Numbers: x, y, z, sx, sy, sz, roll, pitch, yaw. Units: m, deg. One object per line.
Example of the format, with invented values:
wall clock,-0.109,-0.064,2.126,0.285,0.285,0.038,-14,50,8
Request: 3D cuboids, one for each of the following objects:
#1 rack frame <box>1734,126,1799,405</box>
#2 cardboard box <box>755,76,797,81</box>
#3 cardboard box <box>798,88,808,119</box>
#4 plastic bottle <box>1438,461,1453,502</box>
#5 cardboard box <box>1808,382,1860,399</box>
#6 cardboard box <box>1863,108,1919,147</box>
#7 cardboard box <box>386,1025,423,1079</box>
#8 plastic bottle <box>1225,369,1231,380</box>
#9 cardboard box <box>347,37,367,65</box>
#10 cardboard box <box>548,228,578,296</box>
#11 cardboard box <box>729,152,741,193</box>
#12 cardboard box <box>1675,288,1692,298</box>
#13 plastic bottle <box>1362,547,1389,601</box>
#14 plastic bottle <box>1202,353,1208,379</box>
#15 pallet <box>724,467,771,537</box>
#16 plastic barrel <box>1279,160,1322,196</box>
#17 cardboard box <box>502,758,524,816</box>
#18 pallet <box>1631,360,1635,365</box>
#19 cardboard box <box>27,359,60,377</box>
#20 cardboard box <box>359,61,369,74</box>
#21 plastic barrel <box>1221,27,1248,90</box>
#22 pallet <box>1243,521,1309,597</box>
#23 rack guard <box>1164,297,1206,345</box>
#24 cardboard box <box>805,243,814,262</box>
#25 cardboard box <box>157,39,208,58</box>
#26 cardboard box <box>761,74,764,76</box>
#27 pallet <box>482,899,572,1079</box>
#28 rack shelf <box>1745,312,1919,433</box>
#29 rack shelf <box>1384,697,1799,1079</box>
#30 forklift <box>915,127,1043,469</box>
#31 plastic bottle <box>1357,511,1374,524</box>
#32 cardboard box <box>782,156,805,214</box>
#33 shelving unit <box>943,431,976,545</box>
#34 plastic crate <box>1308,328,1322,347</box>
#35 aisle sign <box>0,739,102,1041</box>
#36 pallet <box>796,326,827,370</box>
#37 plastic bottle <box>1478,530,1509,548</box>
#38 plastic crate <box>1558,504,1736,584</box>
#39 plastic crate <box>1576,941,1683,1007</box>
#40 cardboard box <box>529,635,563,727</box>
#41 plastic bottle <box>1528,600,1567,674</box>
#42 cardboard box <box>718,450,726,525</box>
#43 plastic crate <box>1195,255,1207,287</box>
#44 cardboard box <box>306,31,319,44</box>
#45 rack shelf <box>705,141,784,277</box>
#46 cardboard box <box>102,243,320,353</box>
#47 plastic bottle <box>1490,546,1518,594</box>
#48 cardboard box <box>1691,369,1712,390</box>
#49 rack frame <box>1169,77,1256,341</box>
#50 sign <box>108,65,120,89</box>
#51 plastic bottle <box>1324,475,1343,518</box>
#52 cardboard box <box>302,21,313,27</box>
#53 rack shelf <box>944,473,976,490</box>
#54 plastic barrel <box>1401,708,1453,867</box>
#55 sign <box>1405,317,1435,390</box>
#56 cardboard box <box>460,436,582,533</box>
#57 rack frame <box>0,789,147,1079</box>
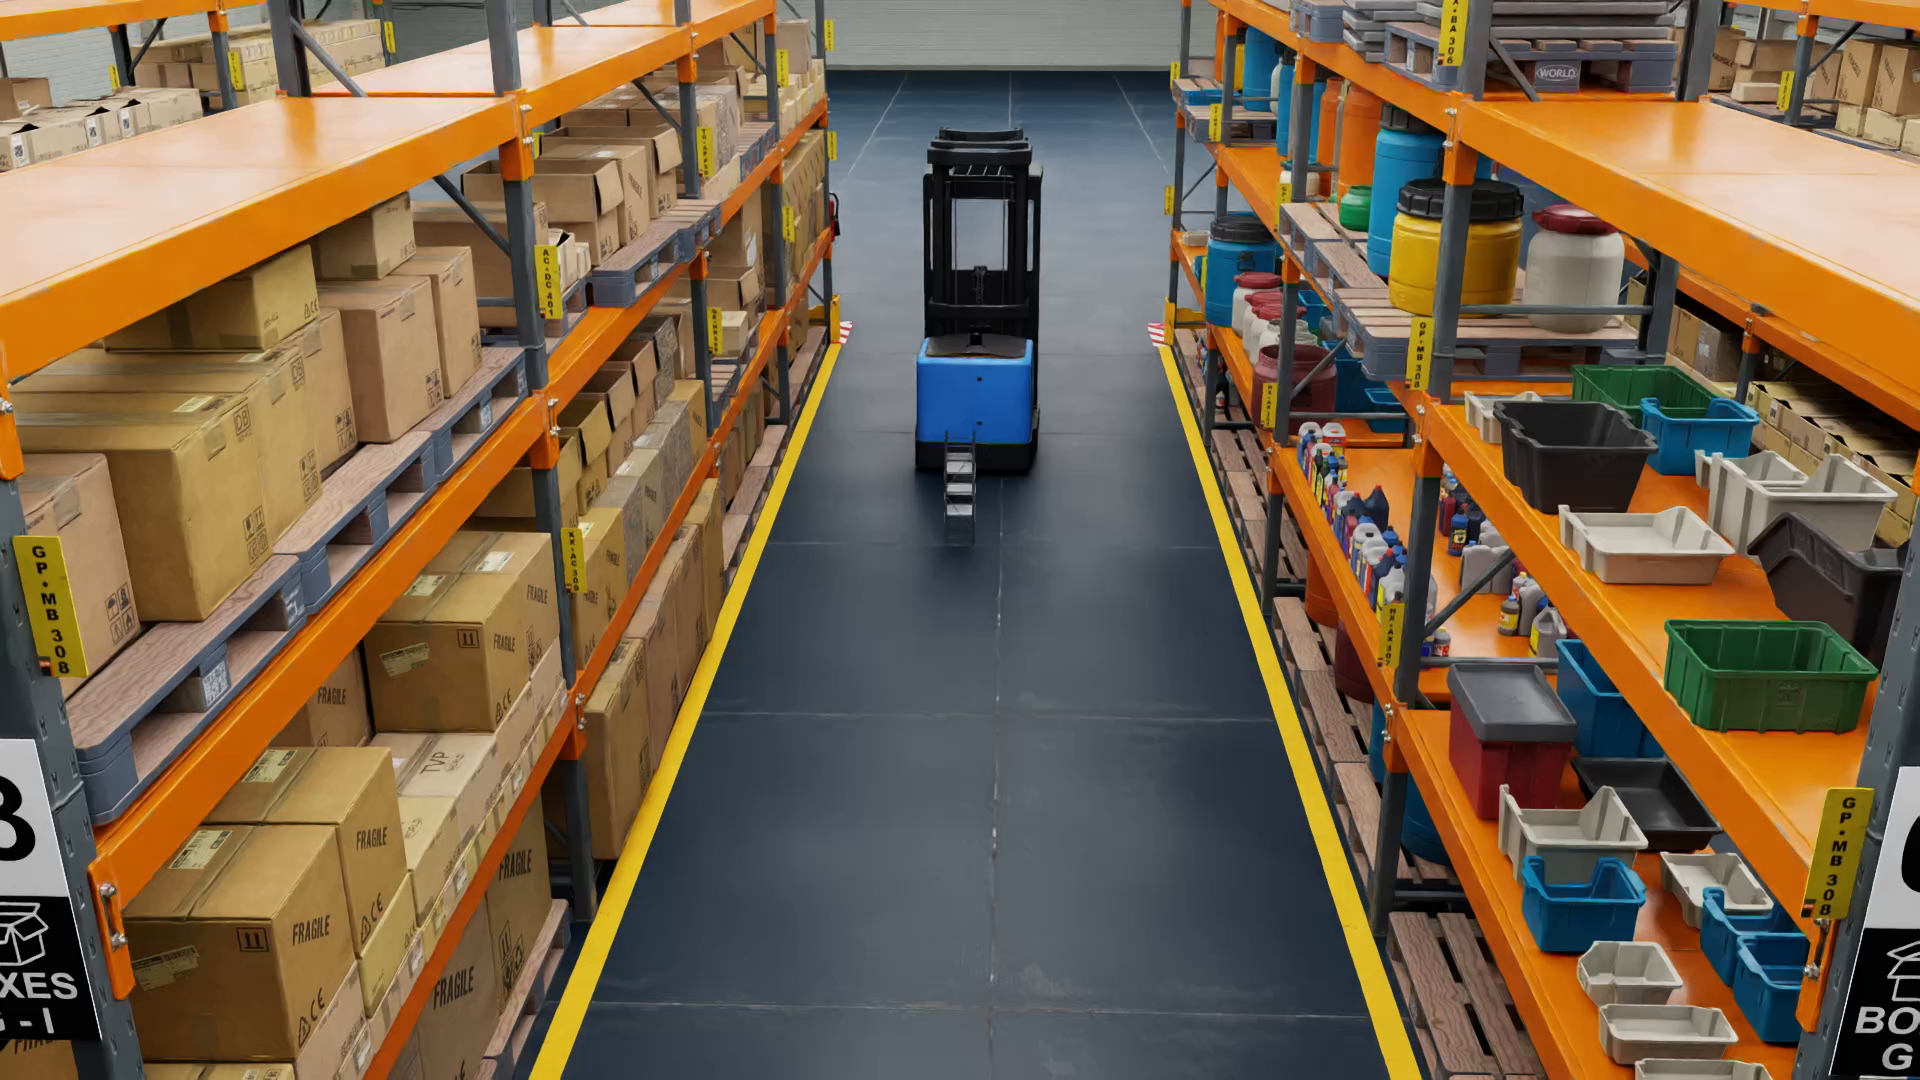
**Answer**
rack frame,7.774,-2.249,15.180,1.000,3.000,0.127,1,21,2
cardboard box,-1.834,-4.554,16.628,0.380,0.149,0.250,1,21,3
cardboard box,-1.813,-4.410,16.808,0.500,0.250,0.500,0,21,1
plastic bottle,3.075,-0.382,10.545,0.097,0.271,0.097,0,21,0
cardboard box,8.048,-1.275,15.114,0.500,0.311,0.500,1,21,2
cardboard box,7.732,-3.352,13.502,0.500,0.250,0.500,-1,21,-4
cardboard box,-2.526,2.212,6.037,0.875,0.875,0.875,1,21,2
plastic bottle,2.709,-1.553,16.543,0.152,0.276,0.135,1,21,2
cardboard box,-6.712,-5.246,17.833,0.500,0.250,0.500,1,21,2
cardboard box,-2.248,-1.416,8.426,0.500,0.311,0.500,0,21,0
cardboard box,-1.959,-2.781,12.609,0.500,0.250,0.500,1,21,3
cardboard box,7.641,-2.406,17.767,0.500,0.500,0.500,1,21,2
plastic bottle,2.295,0.185,9.078,0.152,0.276,0.135,1,21,2
plastic bottle,2.558,-1.799,17.183,0.097,0.271,0.097,0,21,0
pallet,-2.184,-0.336,14.103,1.003,0.211,1.213,1,21,2
plastic barrel,2.507,-2.655,12.270,0.301,0.262,0.301,0,21,0
cardboard box,-2.076,1.043,7.042,0.380,0.149,0.250,1,21,3
pallet,7.914,-2.119,18.698,1.003,0.211,1.213,1,21,2
cardboard box,-6.921,-1.211,12.364,0.500,0.500,0.500,1,21,2
cardboard box,-6.648,-5.113,18.041,0.380,0.149,0.250,1,21,2
plastic barrel,3.037,-5.020,17.332,0.600,0.588,0.600,0,21,0
pallet,2.764,0.161,12.821,1.003,0.211,1.213,1,21,2
rack guard,2.989,-2.558,19.431,1.175,0.500,0.348,1,21,2
cardboard box,-1.749,-3.040,17.565,0.380,0.149,0.250,1,21,2
cardboard box,-7.374,-4.664,15.783,0.380,0.149,0.250,1,21,2
cardboard box,-2.235,-5.038,17.876,0.380,0.149,0.250,0,21,1
pallet,-2.472,2.107,7.807,1.003,0.211,1.213,1,21,2
rack shelf,7.713,-1.191,13.446,1.077,0.370,4.000,1,21,2
rack shelf,2.519,1.646,6.135,1.077,0.370,4.000,1,21,2
forklift,0.222,-2.490,15.896,1.130,2.935,3.031,1,21,4
plastic bottle,2.347,-0.036,9.652,0.097,0.271,0.097,0,21,0
cardboard box,-1.830,-3.533,16.555,0.500,0.500,0.500,1,21,2
shelving unit,0.000,-0.417,13.359,0.258,0.900,0.210,1,21,2
plastic crate,3.052,-1.574,13.731,0.450,0.188,0.662,1,21,2
aisle sign,-2.195,0.796,3.736,0.394,0.787,0.004,1,21,2
pallet,-2.068,-2.185,18.869,1.003,0.211,1.213,1,21,2
plastic bottle,3.010,0.063,9.391,0.152,0.276,0.135,1,21,2
plastic crate,2.273,0.008,5.579,0.437,0.136,0.530,1,21,2
plastic crate,2.300,1.519,5.749,0.298,0.136,0.250,1,21,2
cardboard box,-2.122,0.627,7.564,0.500,0.250,0.500,0,21,1
plastic bottle,2.916,0.472,8.234,0.144,0.351,0.185,1,21,2
cardboard box,-2.245,-0.396,13.251,0.700,0.500,0.500,-1,21,-3
plastic crate,2.585,-2.639,16.389,0.499,0.251,0.616,1,21,2
cardboard box,-6.685,-5.024,16.711,0.380,0.149,0.250,1,21,1
rack shelf,-2.189,-2.700,13.188,1.077,0.370,4.000,1,21,2
cardboard box,-2.421,-0.788,5.373,0.500,0.250,0.500,0,21,0
plastic bottle,3.003,0.147,9.174,0.152,0.276,0.135,1,21,2
cardboard box,7.595,-1.514,16.505,0.500,0.250,0.500,1,21,2
rack frame,2.945,-3.752,19.051,1.000,3.000,0.127,1,21,2
sign,-7.637,-4.133,15.063,0.100,0.325,0.005,1,21,2
plastic bottle,2.306,-0.270,10.257,0.097,0.271,0.097,0,21,0
cardboard box,-7.298,-5.585,18.155,0.380,0.149,0.250,1,21,2
rack shelf,0.000,-0.469,13.338,0.258,0.077,0.200,1,21,2
plastic barrel,2.613,1.173,8.679,0.600,0.901,0.708,1,21,2
sign,2.030,-0.822,7.342,0.100,0.325,0.005,1,21,2
cardboard box,-2.360,-0.213,8.405,0.797,0.503,0.637,0,21,0
rack frame,-2.493,1.979,4.282,1.000,3.000,0.127,1,21,2
